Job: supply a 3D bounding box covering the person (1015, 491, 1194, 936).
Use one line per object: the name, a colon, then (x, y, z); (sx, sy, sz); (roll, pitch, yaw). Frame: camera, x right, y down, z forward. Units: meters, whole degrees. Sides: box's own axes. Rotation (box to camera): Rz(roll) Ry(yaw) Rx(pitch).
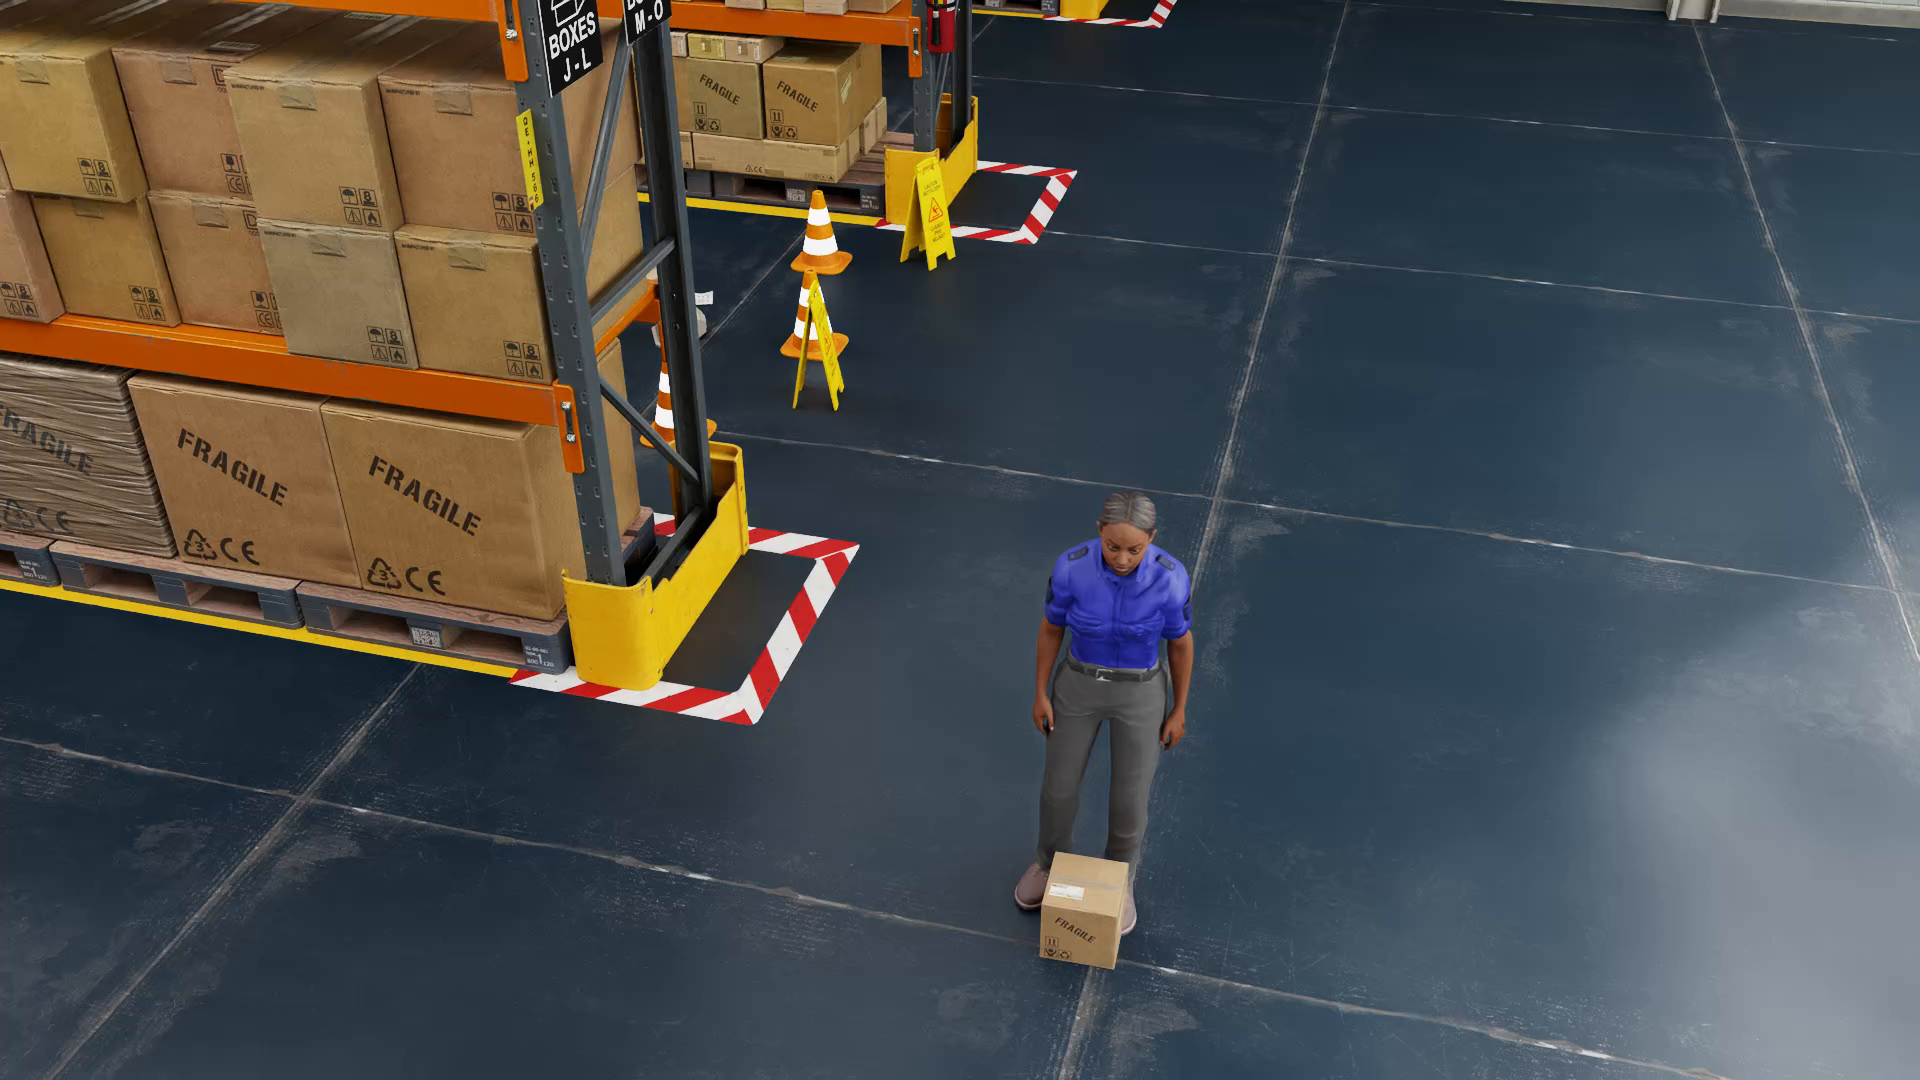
person: (0.463, 0.533, 5.325); (0.530, 1.654, 0.403); (6, 34, 9)
